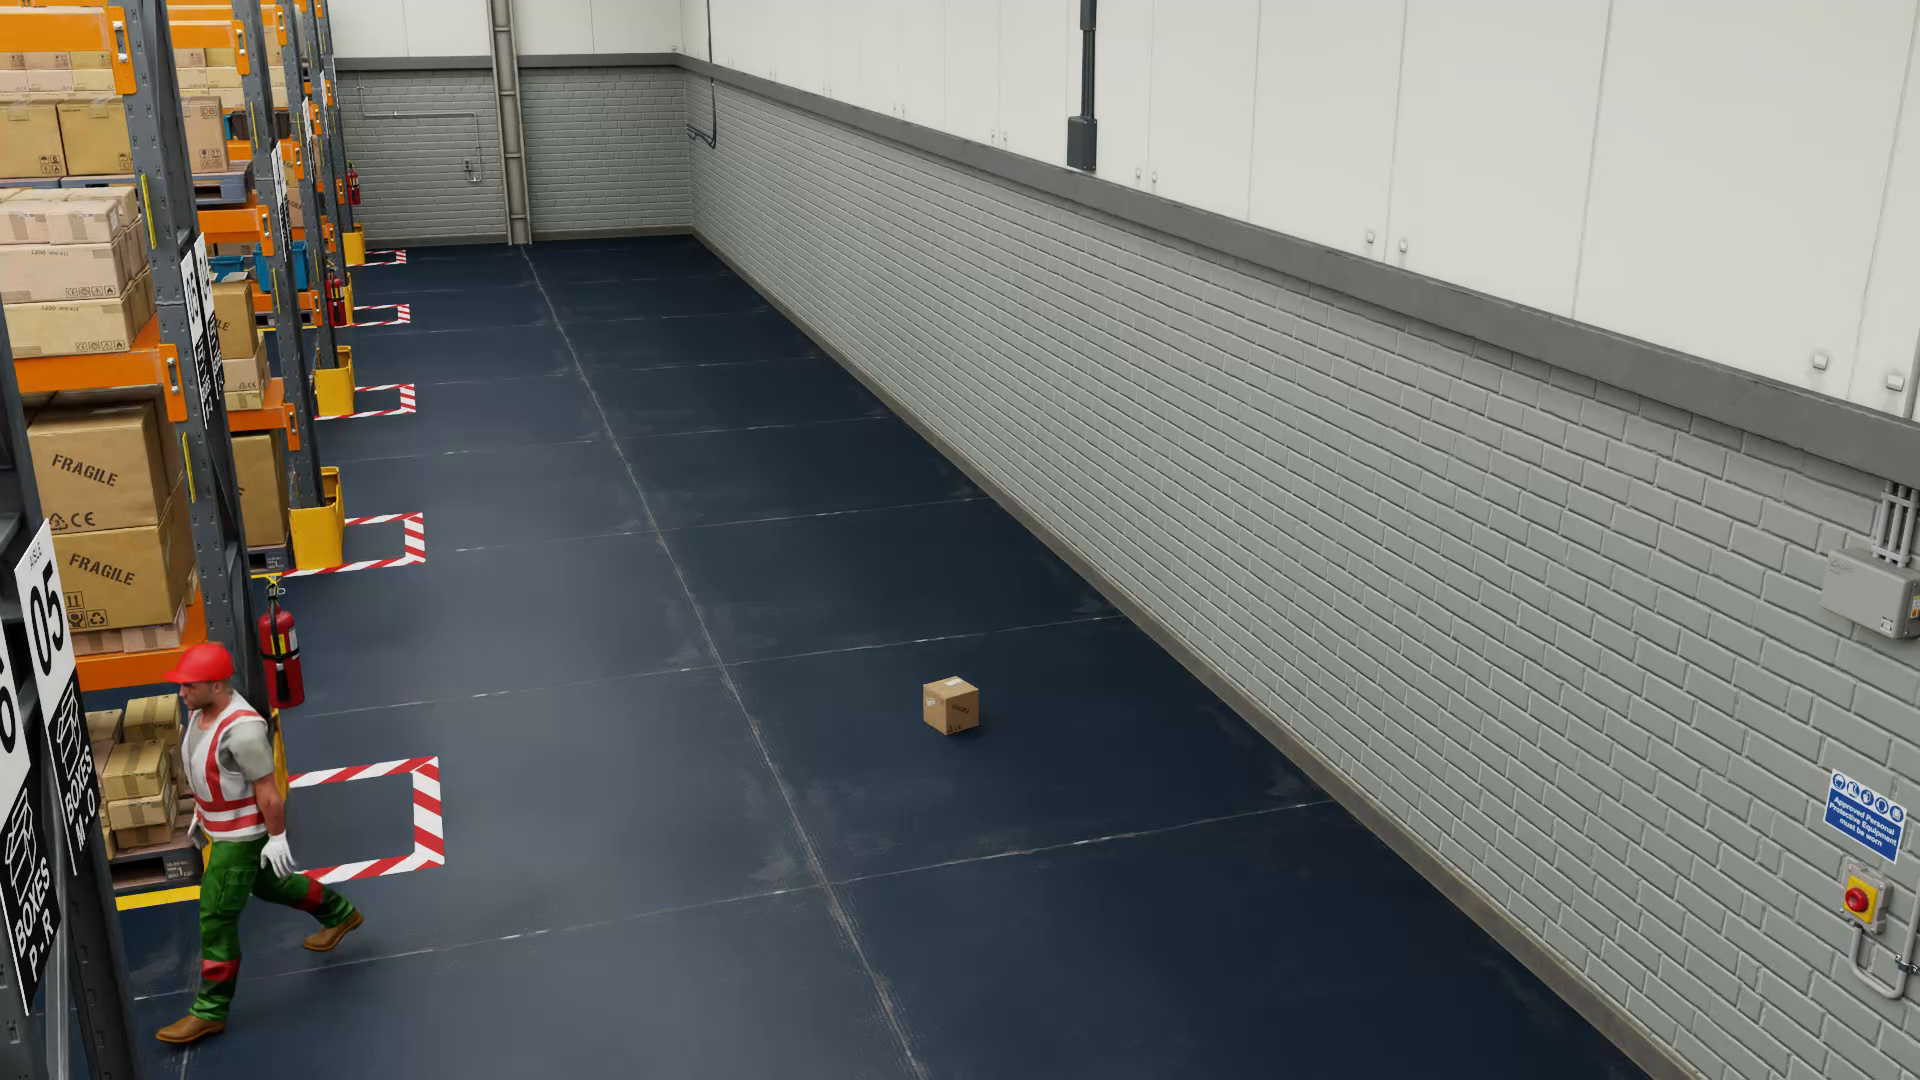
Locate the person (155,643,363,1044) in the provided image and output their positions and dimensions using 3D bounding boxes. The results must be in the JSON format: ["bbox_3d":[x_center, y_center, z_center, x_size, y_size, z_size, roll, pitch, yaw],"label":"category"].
[{"bbox_3d":[-3.204,1.266,7.393,1.037,1.755,0.577,-16,25,-39],"label":"person"}]
